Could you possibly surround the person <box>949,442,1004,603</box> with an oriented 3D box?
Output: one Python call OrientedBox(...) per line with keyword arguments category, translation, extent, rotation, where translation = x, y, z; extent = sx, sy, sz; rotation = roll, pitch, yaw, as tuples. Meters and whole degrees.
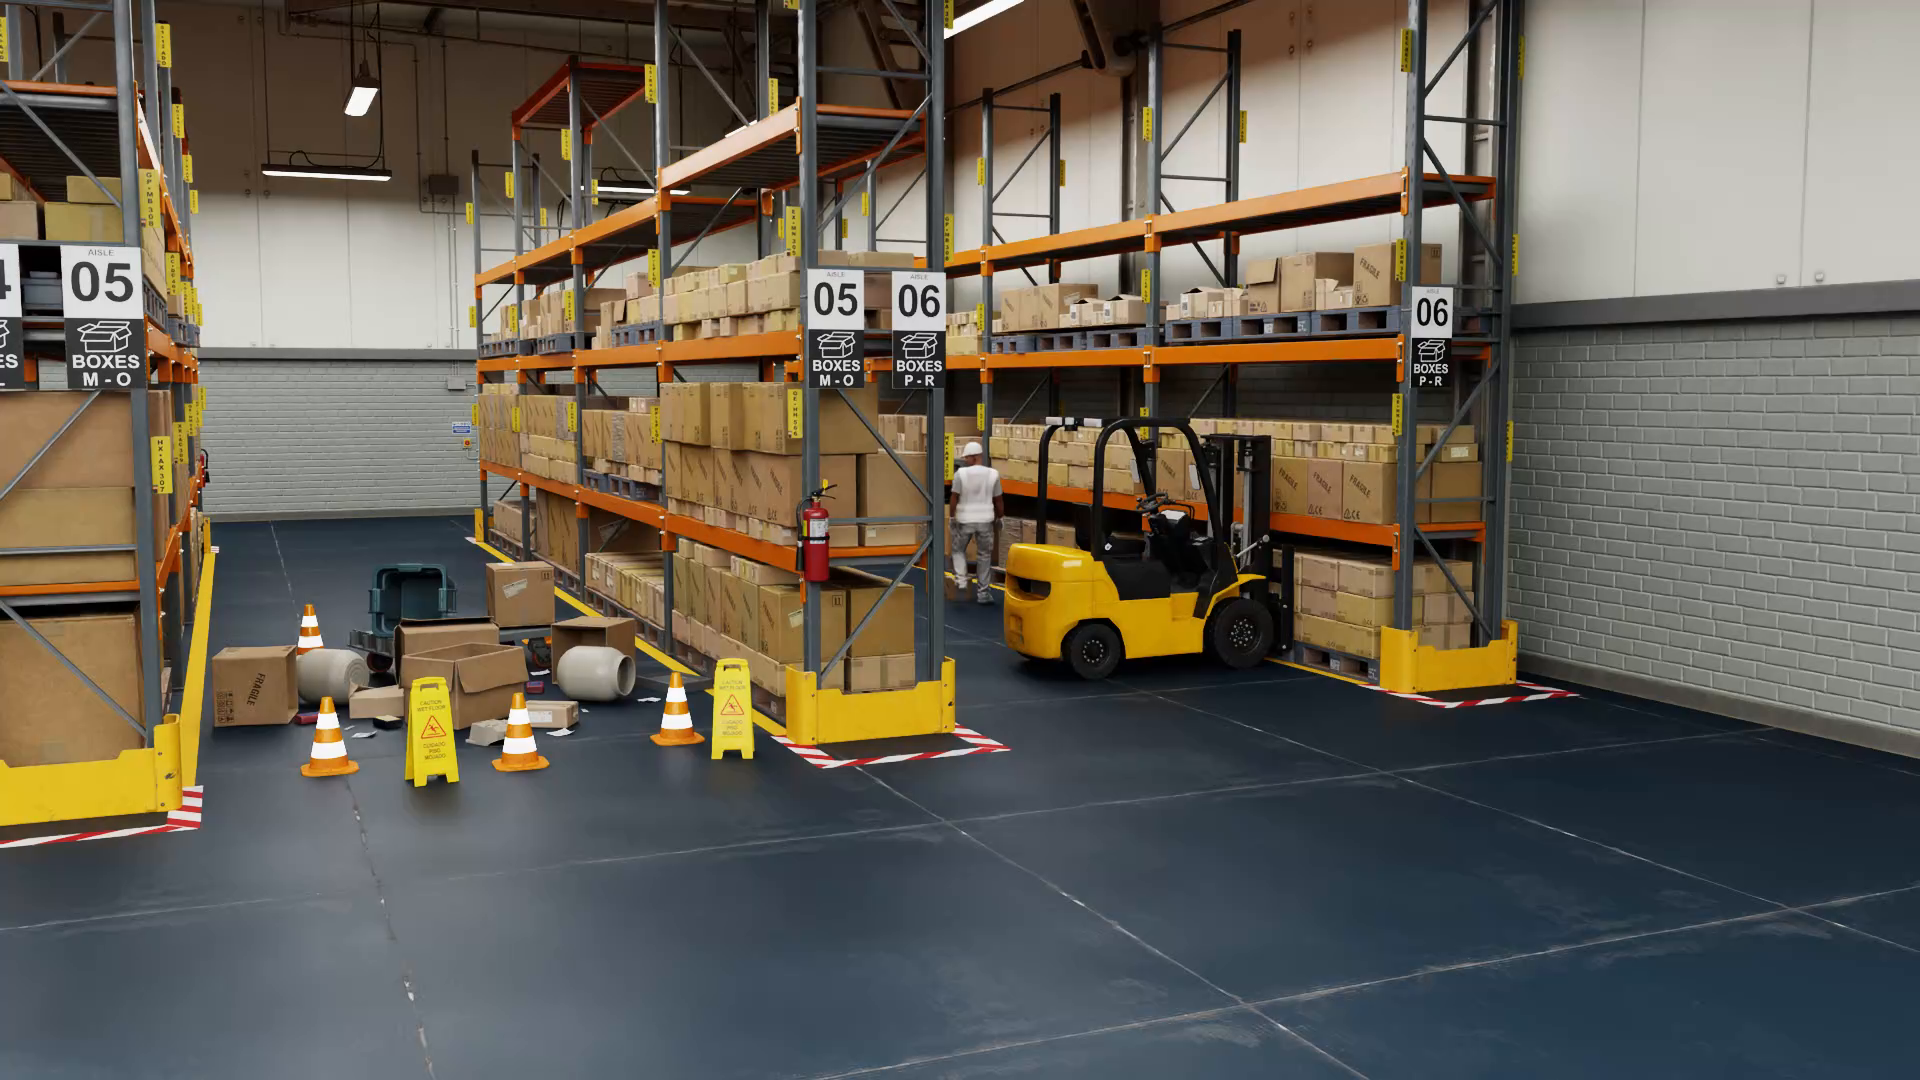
OrientedBox(category="person", translation=(0.182, -0.193, 18.419), extent=(0.621, 1.780, 0.481), rotation=(0, 5, -1))
